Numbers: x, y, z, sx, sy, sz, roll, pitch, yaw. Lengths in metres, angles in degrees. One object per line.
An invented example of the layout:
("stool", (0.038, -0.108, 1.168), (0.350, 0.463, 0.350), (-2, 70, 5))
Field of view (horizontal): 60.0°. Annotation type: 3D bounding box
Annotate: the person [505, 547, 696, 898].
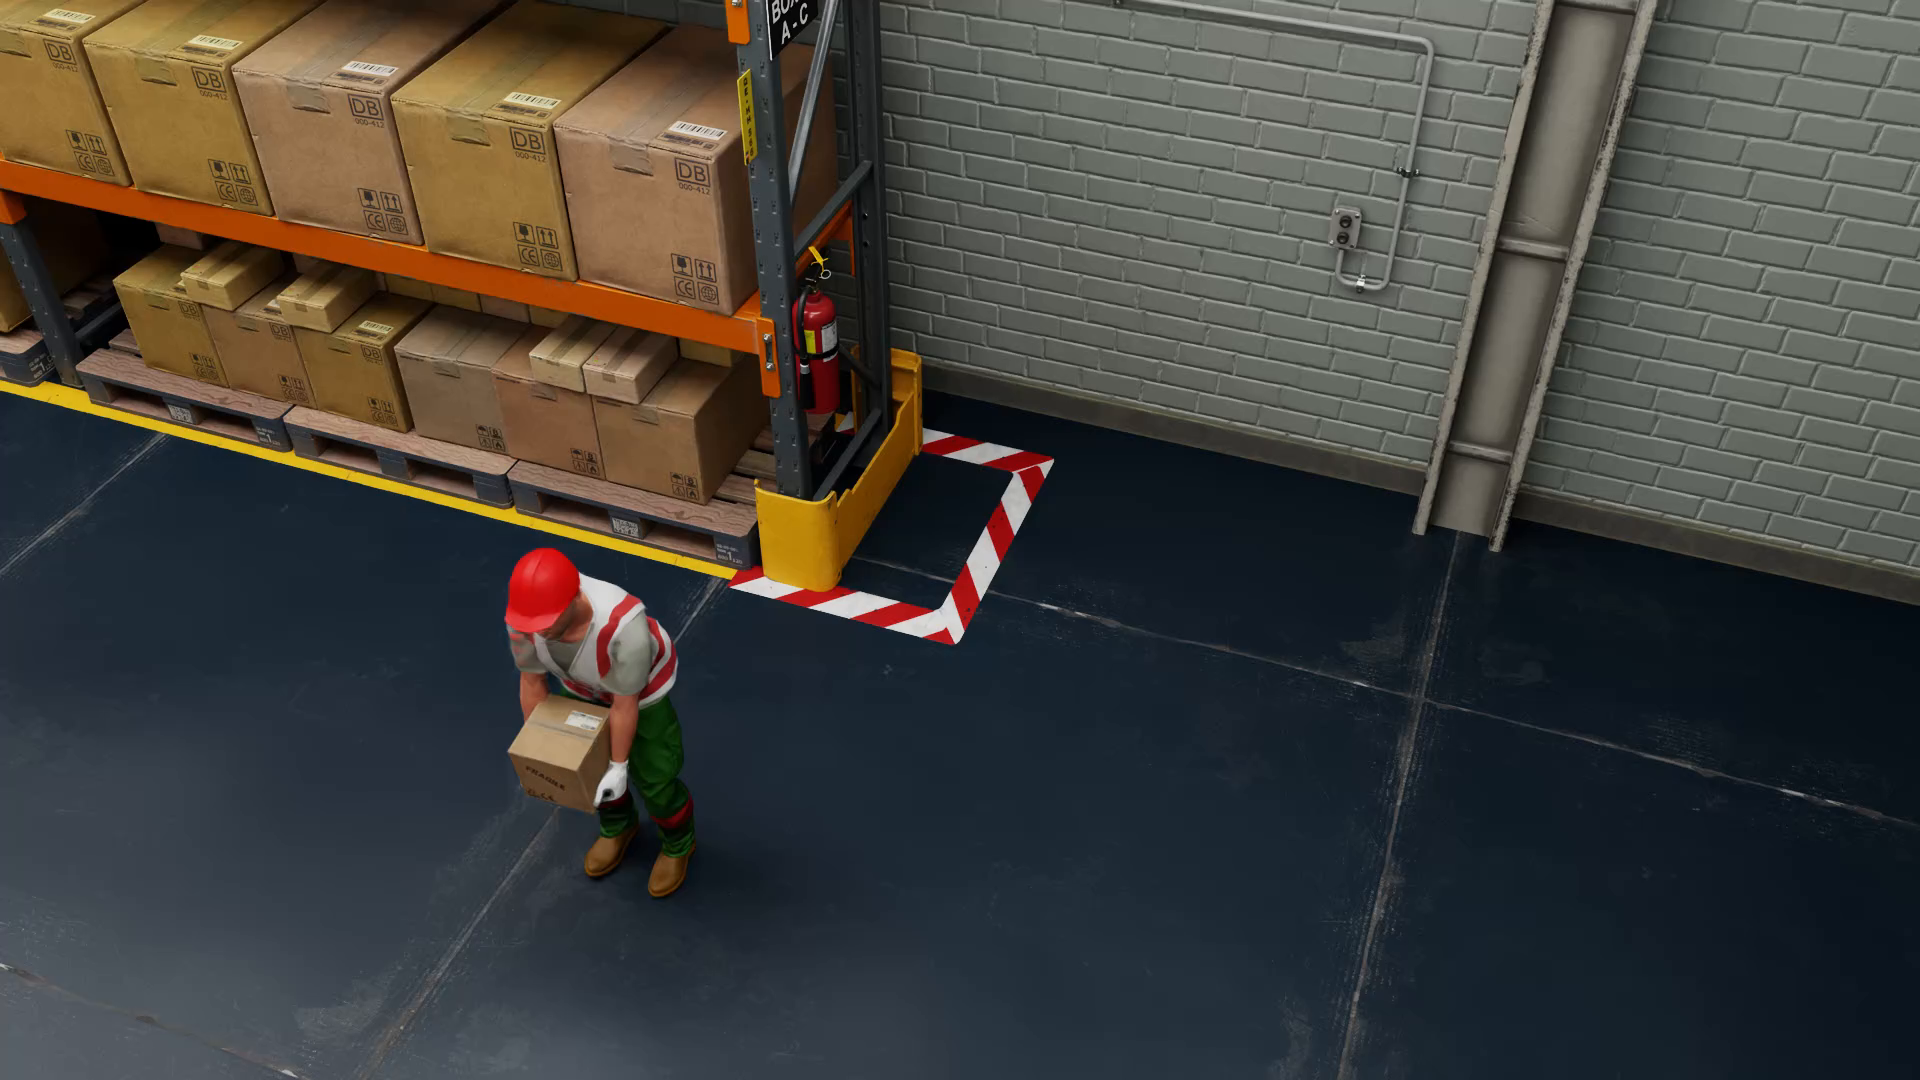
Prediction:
("person", (-1.191, 0.594, 5.524), (0.491, 1.702, 0.637), (13, 43, 14))
